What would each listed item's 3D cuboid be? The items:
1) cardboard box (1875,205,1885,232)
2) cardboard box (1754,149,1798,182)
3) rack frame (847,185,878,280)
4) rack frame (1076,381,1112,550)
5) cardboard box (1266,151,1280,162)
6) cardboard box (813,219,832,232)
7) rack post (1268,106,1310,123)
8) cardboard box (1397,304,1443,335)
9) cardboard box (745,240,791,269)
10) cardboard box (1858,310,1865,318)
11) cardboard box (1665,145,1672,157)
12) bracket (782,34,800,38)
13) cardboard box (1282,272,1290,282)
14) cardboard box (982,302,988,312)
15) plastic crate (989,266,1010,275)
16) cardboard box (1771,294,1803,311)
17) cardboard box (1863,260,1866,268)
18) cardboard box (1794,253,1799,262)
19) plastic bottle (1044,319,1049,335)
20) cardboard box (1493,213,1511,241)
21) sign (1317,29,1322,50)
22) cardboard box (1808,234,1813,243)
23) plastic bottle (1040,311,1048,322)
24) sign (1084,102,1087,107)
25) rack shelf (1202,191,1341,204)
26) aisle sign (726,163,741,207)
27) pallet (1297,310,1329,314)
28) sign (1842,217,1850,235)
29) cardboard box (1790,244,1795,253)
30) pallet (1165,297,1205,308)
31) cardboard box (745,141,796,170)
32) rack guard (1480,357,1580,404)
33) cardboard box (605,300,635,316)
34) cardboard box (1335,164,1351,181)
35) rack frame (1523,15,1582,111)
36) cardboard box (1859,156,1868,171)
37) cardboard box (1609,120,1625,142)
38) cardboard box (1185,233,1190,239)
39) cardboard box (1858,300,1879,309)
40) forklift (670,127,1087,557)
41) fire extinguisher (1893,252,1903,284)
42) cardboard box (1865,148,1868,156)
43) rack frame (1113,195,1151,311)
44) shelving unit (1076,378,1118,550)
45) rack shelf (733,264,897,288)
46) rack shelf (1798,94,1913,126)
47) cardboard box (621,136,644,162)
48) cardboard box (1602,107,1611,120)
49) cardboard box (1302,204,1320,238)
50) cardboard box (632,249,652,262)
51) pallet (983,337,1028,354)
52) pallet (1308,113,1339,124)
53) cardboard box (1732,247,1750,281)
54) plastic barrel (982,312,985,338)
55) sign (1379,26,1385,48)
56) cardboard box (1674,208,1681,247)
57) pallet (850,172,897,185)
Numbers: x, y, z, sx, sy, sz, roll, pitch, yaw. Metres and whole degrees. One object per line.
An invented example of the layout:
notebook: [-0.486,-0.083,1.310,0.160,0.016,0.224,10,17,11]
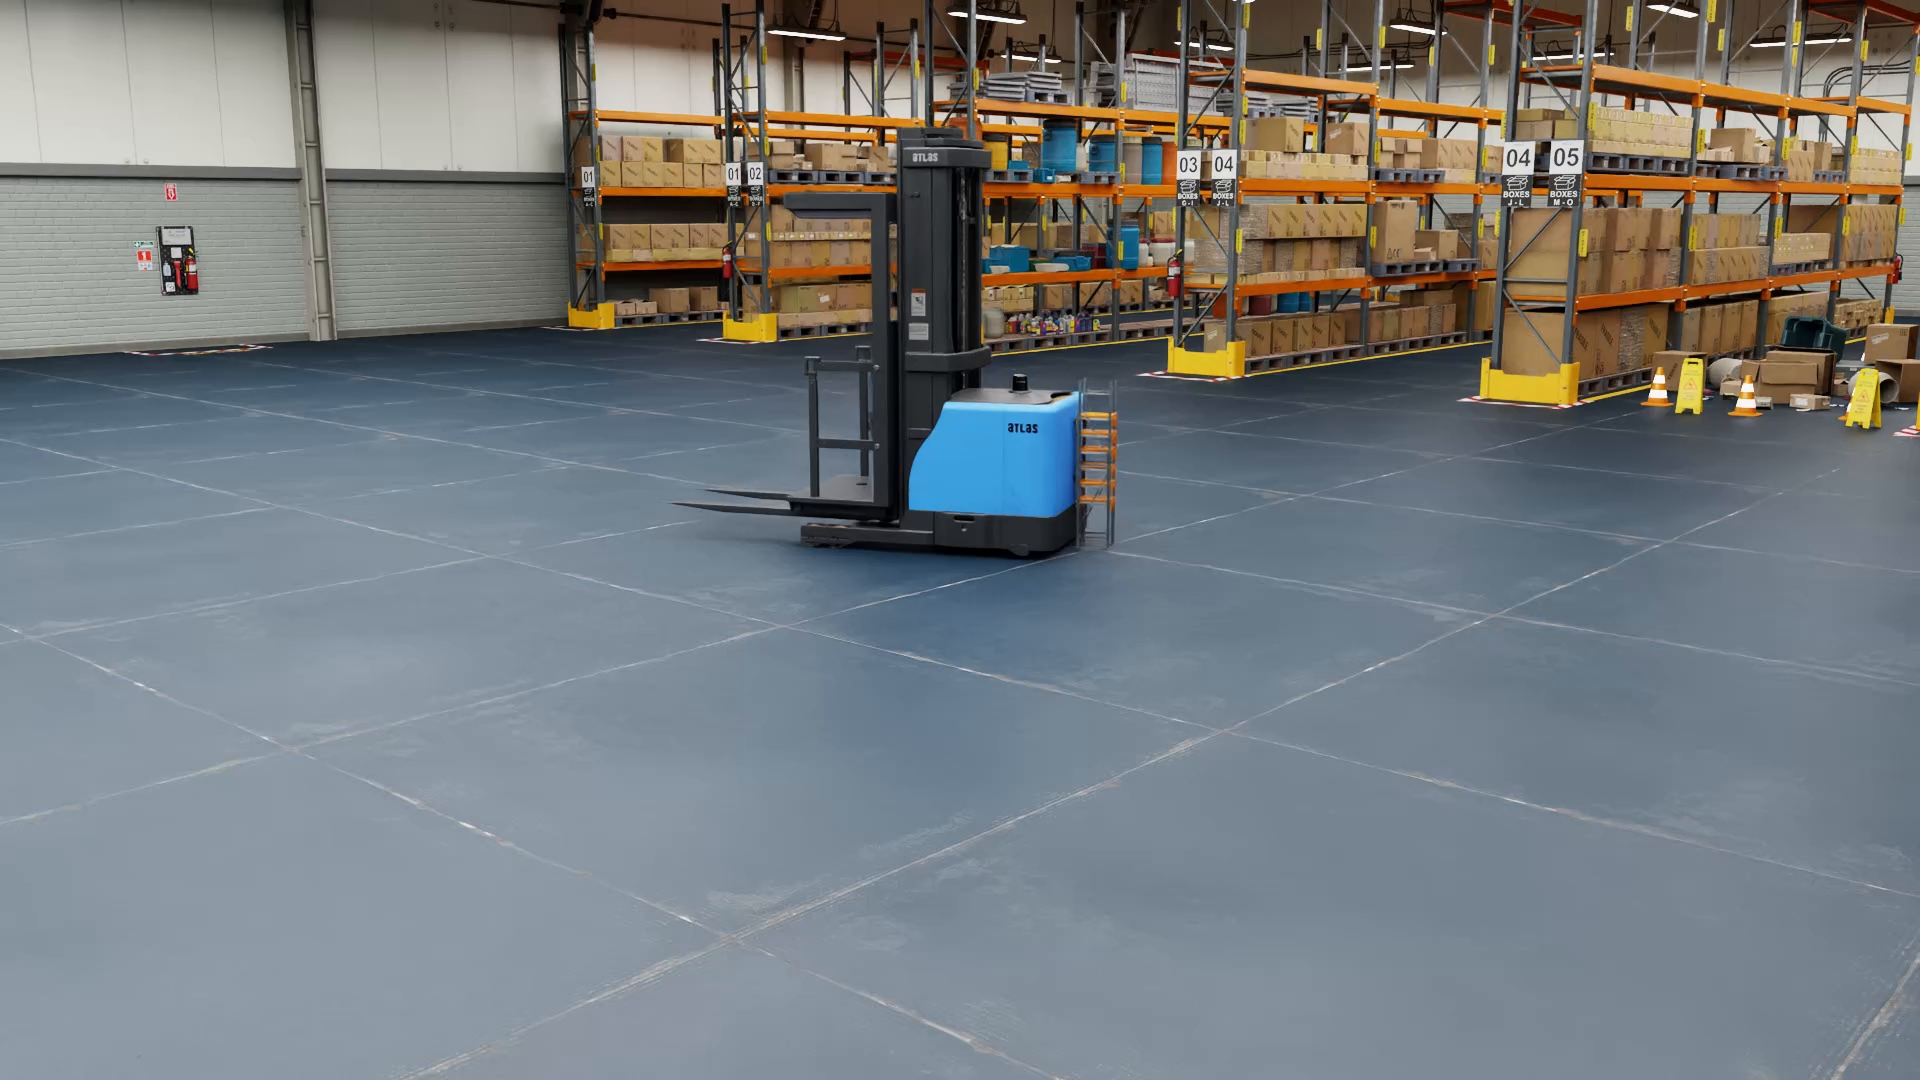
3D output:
cardboard box: [16.997,-6.039,31.219,0.500,0.500,0.500,11,16,43]
cardboard box: [13.079,-5.998,26.668,0.500,0.500,0.500,10,15,40]
rack frame: [-2.319,-7.006,39.627,1.000,3.000,0.127,10,15,40]
rack frame: [0.947,-0.521,11.758,0.240,1.200,0.006,3,12,16]
cardboard box: [4.469,-5.620,24.399,0.380,0.149,0.250,11,15,43]
cardboard box: [-2.849,-6.101,31.531,0.700,0.500,0.500,10,15,41]
rack post: [6.522,-8.696,34.049,0.954,0.300,0.937,-10,15,-41]
cardboard box: [8.059,-3.890,29.287,0.700,0.500,0.500,8,14,36]
cardboard box: [-3.559,-5.305,30.856,0.700,0.500,0.500,10,15,40]
cardboard box: [16.792,-4.255,31.301,0.380,0.149,0.250,11,16,43]
cardboard box: [9.357,-5.234,22.416,0.380,0.149,0.250,10,15,41]
bracket: [-3.835,-11.526,37.754,0.235,0.232,0.430,10,15,40]
cardboard box: [4.750,-3.980,25.121,0.380,0.149,0.250,10,15,40]
cardboard box: [0.231,-4.888,34.975,0.500,0.250,0.500,10,15,41]
plastic crate: [0.674,-4.508,27.798,0.298,0.136,0.250,10,15,40]
cardboard box: [13.810,-3.992,27.934,0.500,0.250,0.500,10,15,41]
cardboard box: [16.701,-5.178,31.120,0.380,0.149,0.250,10,15,41]
cardboard box: [13.823,-4.746,27.883,0.380,0.149,0.250,10,15,41]
plastic bottle: [1.499,-3.702,28.932,0.097,0.271,0.097,0,11,0]
cardboard box: [9.770,-5.826,30.907,0.797,0.503,0.637,10,15,42]
sign: [5.782,-8.044,26.722,0.100,0.325,0.005,10,15,40]
cardboard box: [14.337,-5.155,28.413,0.380,0.149,0.250,9,14,39]
plastic bottle: [1.513,-3.960,30.019,0.144,0.351,0.185,9,14,38]
sign: [3.360,-11.549,44.472,0.100,0.325,0.005,10,15,40]
rack shelf: [6.443,-7.137,34.464,1.077,0.370,4.000,10,15,40]
aisle sign: [-4.141,-6.492,30.418,0.394,0.787,0.004,10,15,40]
pallet: [7.222,-4.838,35.893,1.003,0.211,1.213,10,15,40]
sign: [15.562,-5.513,29.200,0.100,0.325,0.005,10,15,40]
cardboard box: [13.655,-4.855,27.672,0.380,0.149,0.250,10,15,40]
pallet: [5.304,-5.868,41.051,1.003,0.211,1.213,10,15,40]
cardboard box: [-3.494,-7.069,30.592,0.637,0.503,0.797,-11,16,-44]
rack guard: [7.205,-2.022,21.057,1.175,0.500,0.348,10,15,40]
cardboard box: [-7.076,-4.816,34.406,0.500,0.311,0.500,8,14,34]
cardboard box: [5.745,-5.717,25.900,0.500,0.250,0.500,10,15,42]
rack frame: [11.483,-8.615,32.367,1.000,3.000,0.127,10,15,40]
cardboard box: [15.973,-6.772,29.905,0.500,0.250,0.500,10,15,40]
cardboard box: [8.067,-5.162,21.035,0.500,0.250,0.500,10,15,40]
cardboard box: [5.253,-7.192,40.306,0.500,0.500,0.500,10,15,40]
cardboard box: [17.339,-4.510,31.821,0.380,0.149,0.250,9,15,39]
forklift: [-0.635,-1.470,12.088,3.031,2.935,1.130,4,12,17]
fire extinguisher: [18.296,-5.362,32.547,0.296,0.674,0.183,10,15,40]
cardboard box: [16.205,-7.019,30.126,0.380,0.149,0.250,9,15,39]
rack frame: [4.045,-6.954,39.370,1.000,3.000,0.127,10,15,40]
shelving unit: [0.972,-0.539,11.844,0.258,1.200,0.189,3,12,16]
rack shelf: [-2.556,-5.130,32.074,1.077,0.370,4.000,10,15,40]
rack shelf: [16.463,-7.898,30.626,1.077,0.370,4.000,10,15,40]
cardboard box: [-6.794,-7.941,33.794,0.500,0.500,0.500,10,15,40]
cardboard box: [7.847,-5.290,20.656,0.380,0.149,0.250,10,15,41]
cardboard box: [5.120,-4.859,25.312,0.500,0.500,0.500,10,15,40]
cardboard box: [-6.708,-5.874,34.293,0.500,0.250,0.500,9,15,39]
pallet: [0.397,-3.316,28.276,1.003,0.211,1.213,10,15,40]
pallet: [7.240,-8.841,35.002,1.003,0.211,1.213,10,15,40]
cardboard box: [11.746,-4.229,25.473,0.500,0.500,0.500,9,15,39]
plastic barrel: [0.219,-3.640,28.058,0.421,0.512,0.421,0,11,0]
sign: [6.598,-7.862,26.010,0.100,0.325,0.005,10,15,40]
cardboard box: [9.592,-4.393,23.407,0.875,0.550,0.550,10,15,40]
pallet: [-1.780,-7.076,32.547,1.003,0.211,1.213,10,15,40]
